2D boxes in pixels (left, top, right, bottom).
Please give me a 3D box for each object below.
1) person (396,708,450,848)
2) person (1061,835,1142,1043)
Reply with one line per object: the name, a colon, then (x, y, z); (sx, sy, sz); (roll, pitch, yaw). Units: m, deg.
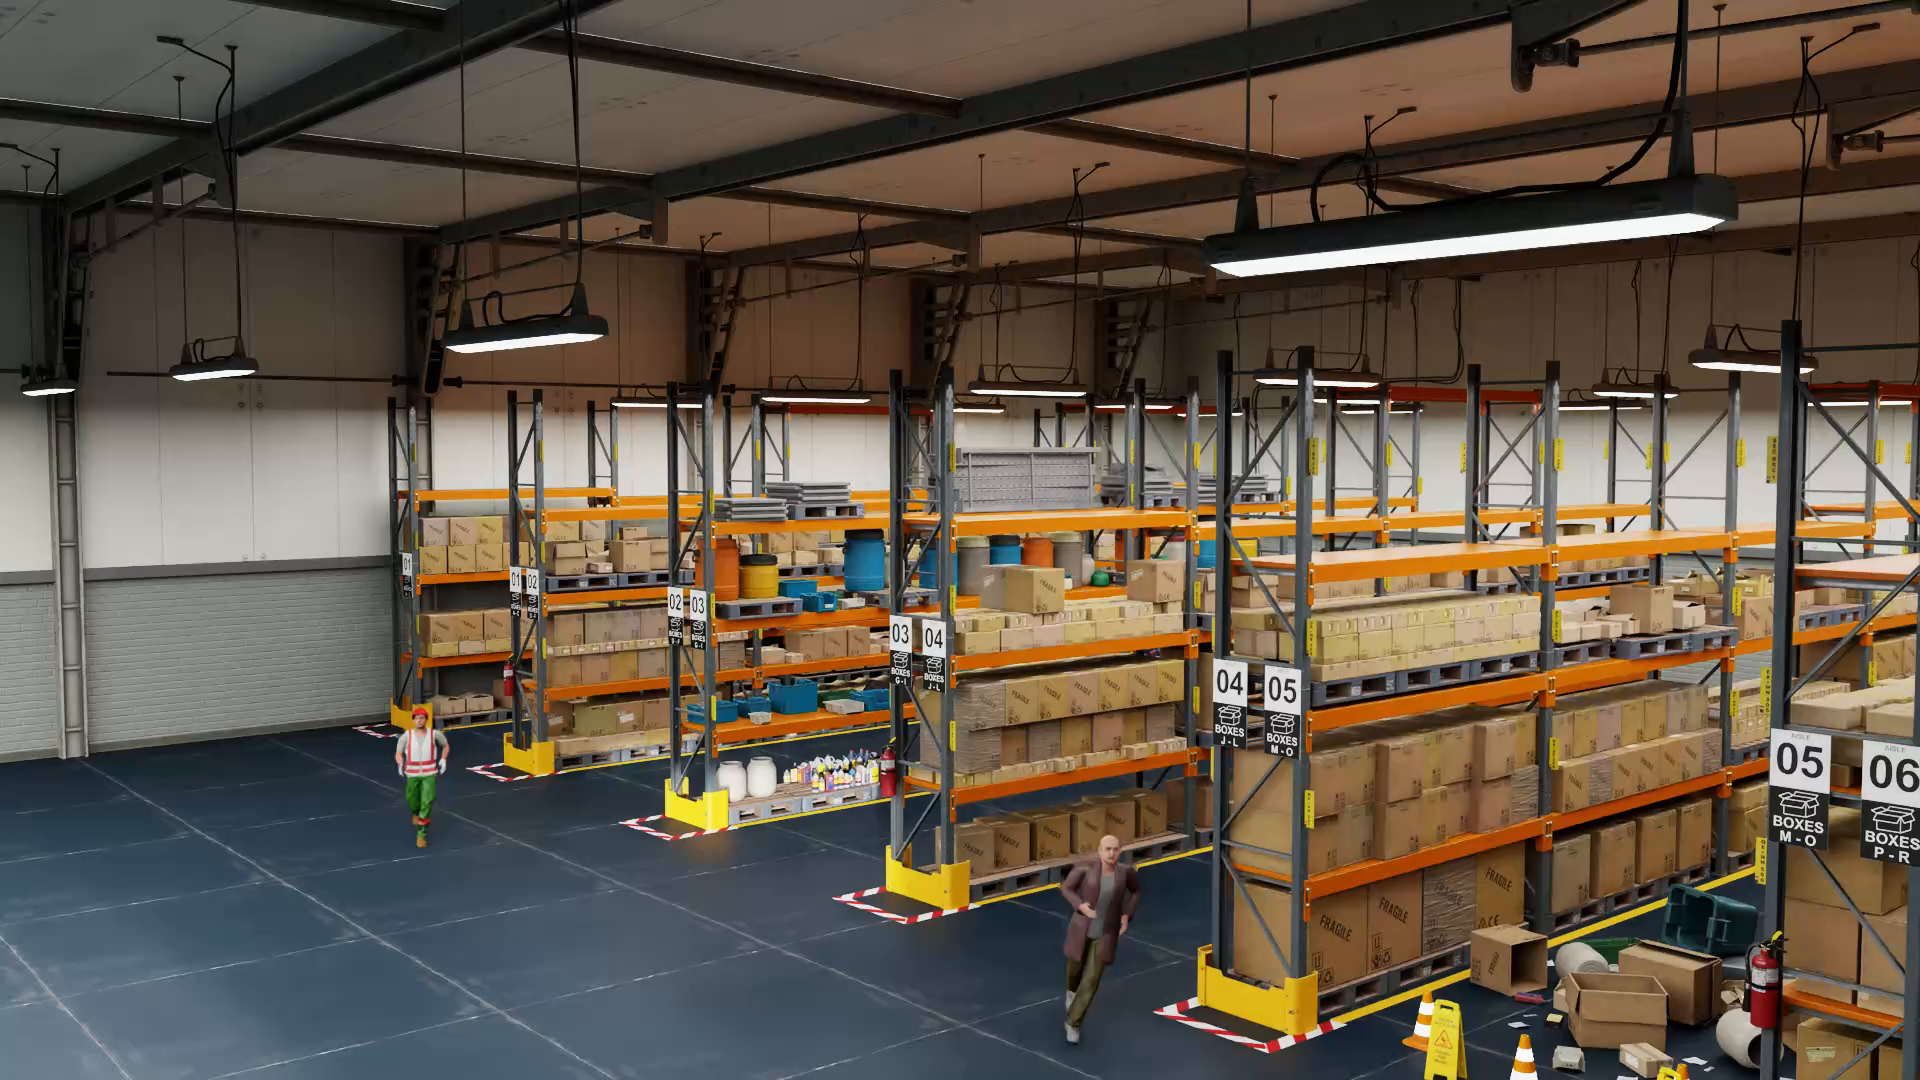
person: (-6.958, 3.043, 21.546); (0.669, 1.754, 0.825); (-1, 3, -15)
person: (1.244, 3.443, 14.658); (0.710, 1.735, 0.967); (0, 3, 6)
